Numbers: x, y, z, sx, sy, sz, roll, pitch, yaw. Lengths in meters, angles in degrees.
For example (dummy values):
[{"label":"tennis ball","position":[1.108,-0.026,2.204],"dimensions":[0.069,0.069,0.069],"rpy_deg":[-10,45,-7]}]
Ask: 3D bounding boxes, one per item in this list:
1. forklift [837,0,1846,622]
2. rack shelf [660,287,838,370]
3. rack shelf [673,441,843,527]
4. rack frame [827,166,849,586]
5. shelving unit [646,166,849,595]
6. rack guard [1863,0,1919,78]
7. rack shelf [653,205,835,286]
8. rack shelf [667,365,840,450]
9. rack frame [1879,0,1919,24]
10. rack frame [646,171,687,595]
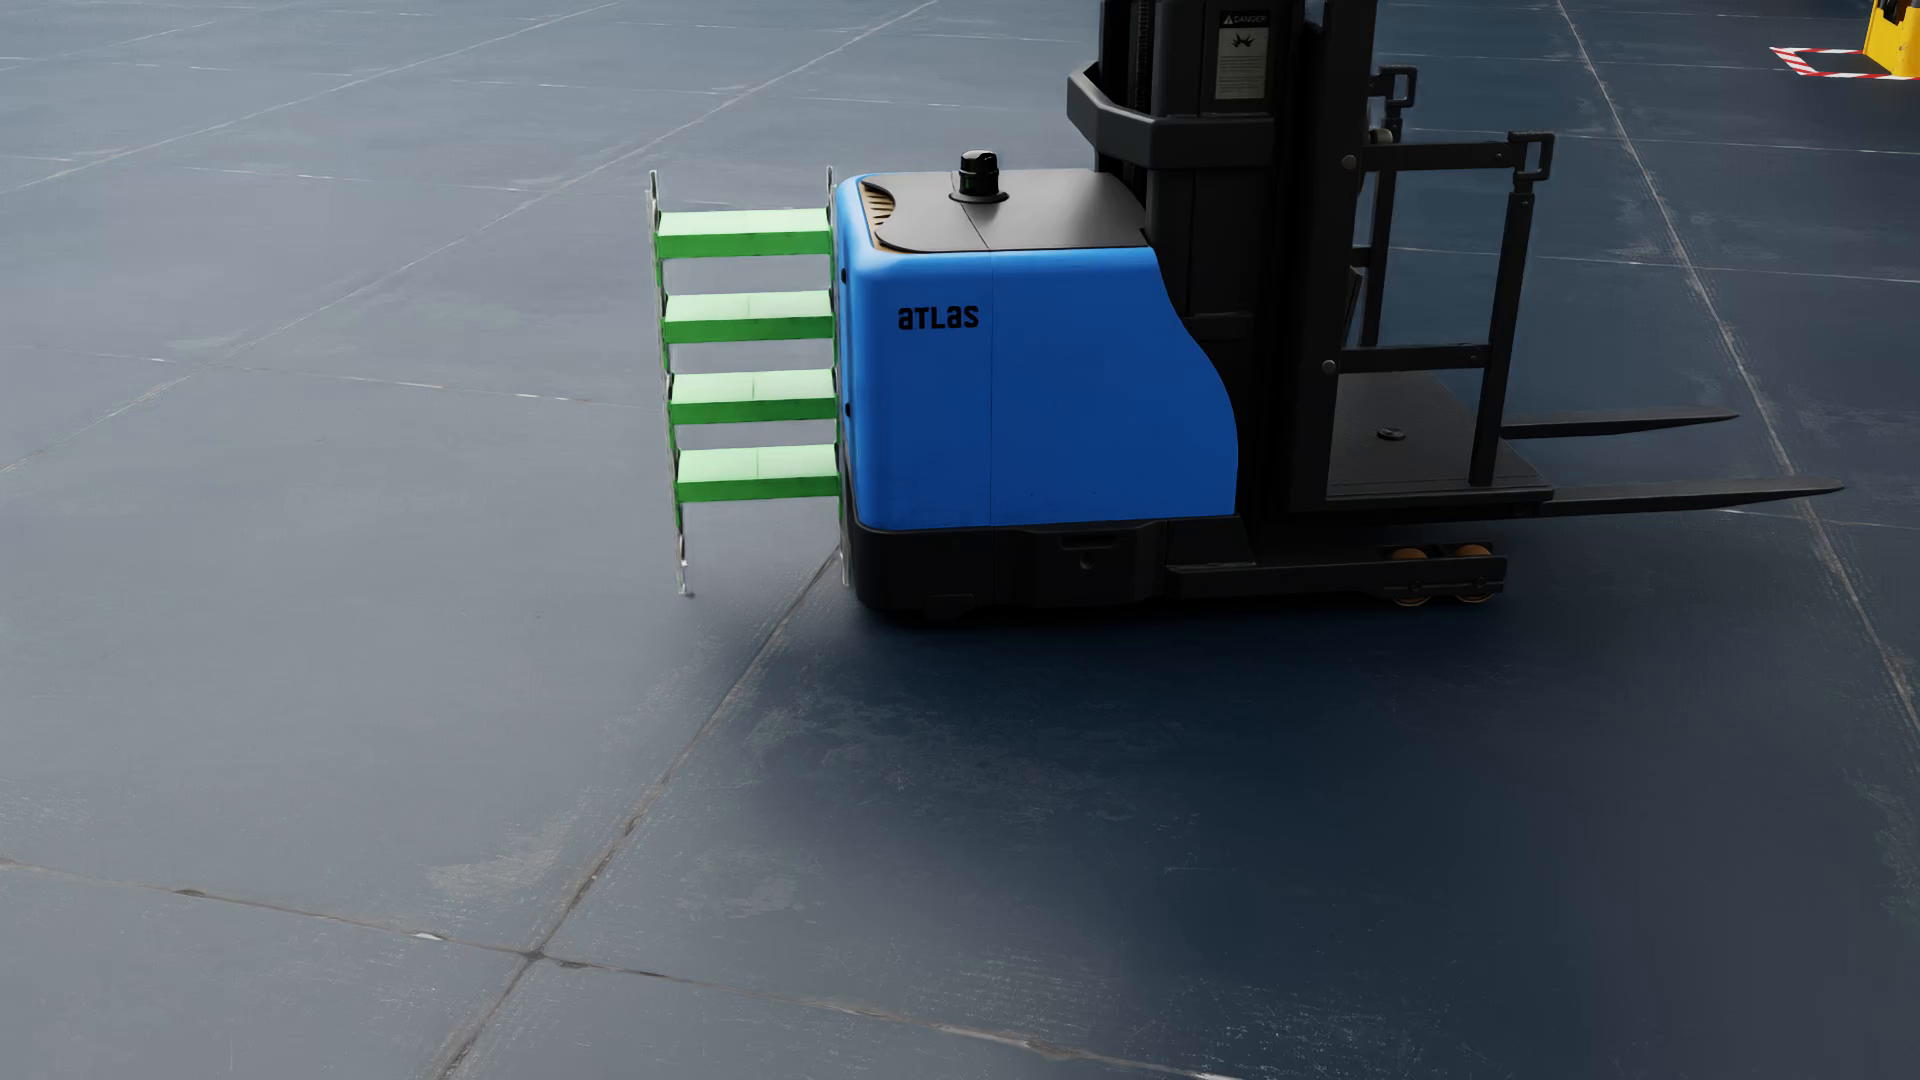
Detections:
[{"label":"forklift","position":[1.163,-1.353,4.682],"dimensions":[3.031,2.935,1.130],"rpy_deg":[-3,26,-6]},{"label":"rack shelf","position":[-0.595,-0.602,4.709],"dimensions":[0.480,0.148,0.258],"rpy_deg":[-3,26,-6]},{"label":"rack shelf","position":[-0.595,-0.169,4.915],"dimensions":[0.480,0.148,0.258],"rpy_deg":[-3,26,-6]},{"label":"rack frame","position":[-0.352,-0.455,4.810],"dimensions":[0.015,1.200,0.240],"rpy_deg":[-3,26,-6]},{"label":"shelving unit","position":[-0.595,-0.443,4.785],"dimensions":[0.503,1.200,0.258],"rpy_deg":[-3,26,-6]},{"label":"rack guard","position":[7.433,-3.977,13.022],"dimensions":[0.348,0.500,1.175],"rpy_deg":[6,26,13]},{"label":"rack shelf","position":[-0.595,-0.819,4.606],"dimensions":[0.480,0.148,0.258],"rpy_deg":[-3,26,-6]},{"label":"rack shelf","position":[-0.595,-0.385,4.812],"dimensions":[0.480,0.148,0.258],"rpy_deg":[-3,26,-6]},{"label":"rack frame","position":[7.359,-5.114,12.501],"dimensions":[0.127,3.000,1.000],"rpy_deg":[6,26,13]},{"label":"rack frame","position":[-0.837,-0.431,4.760],"dimensions":[0.015,1.200,0.240],"rpy_deg":[-3,26,-6]}]
